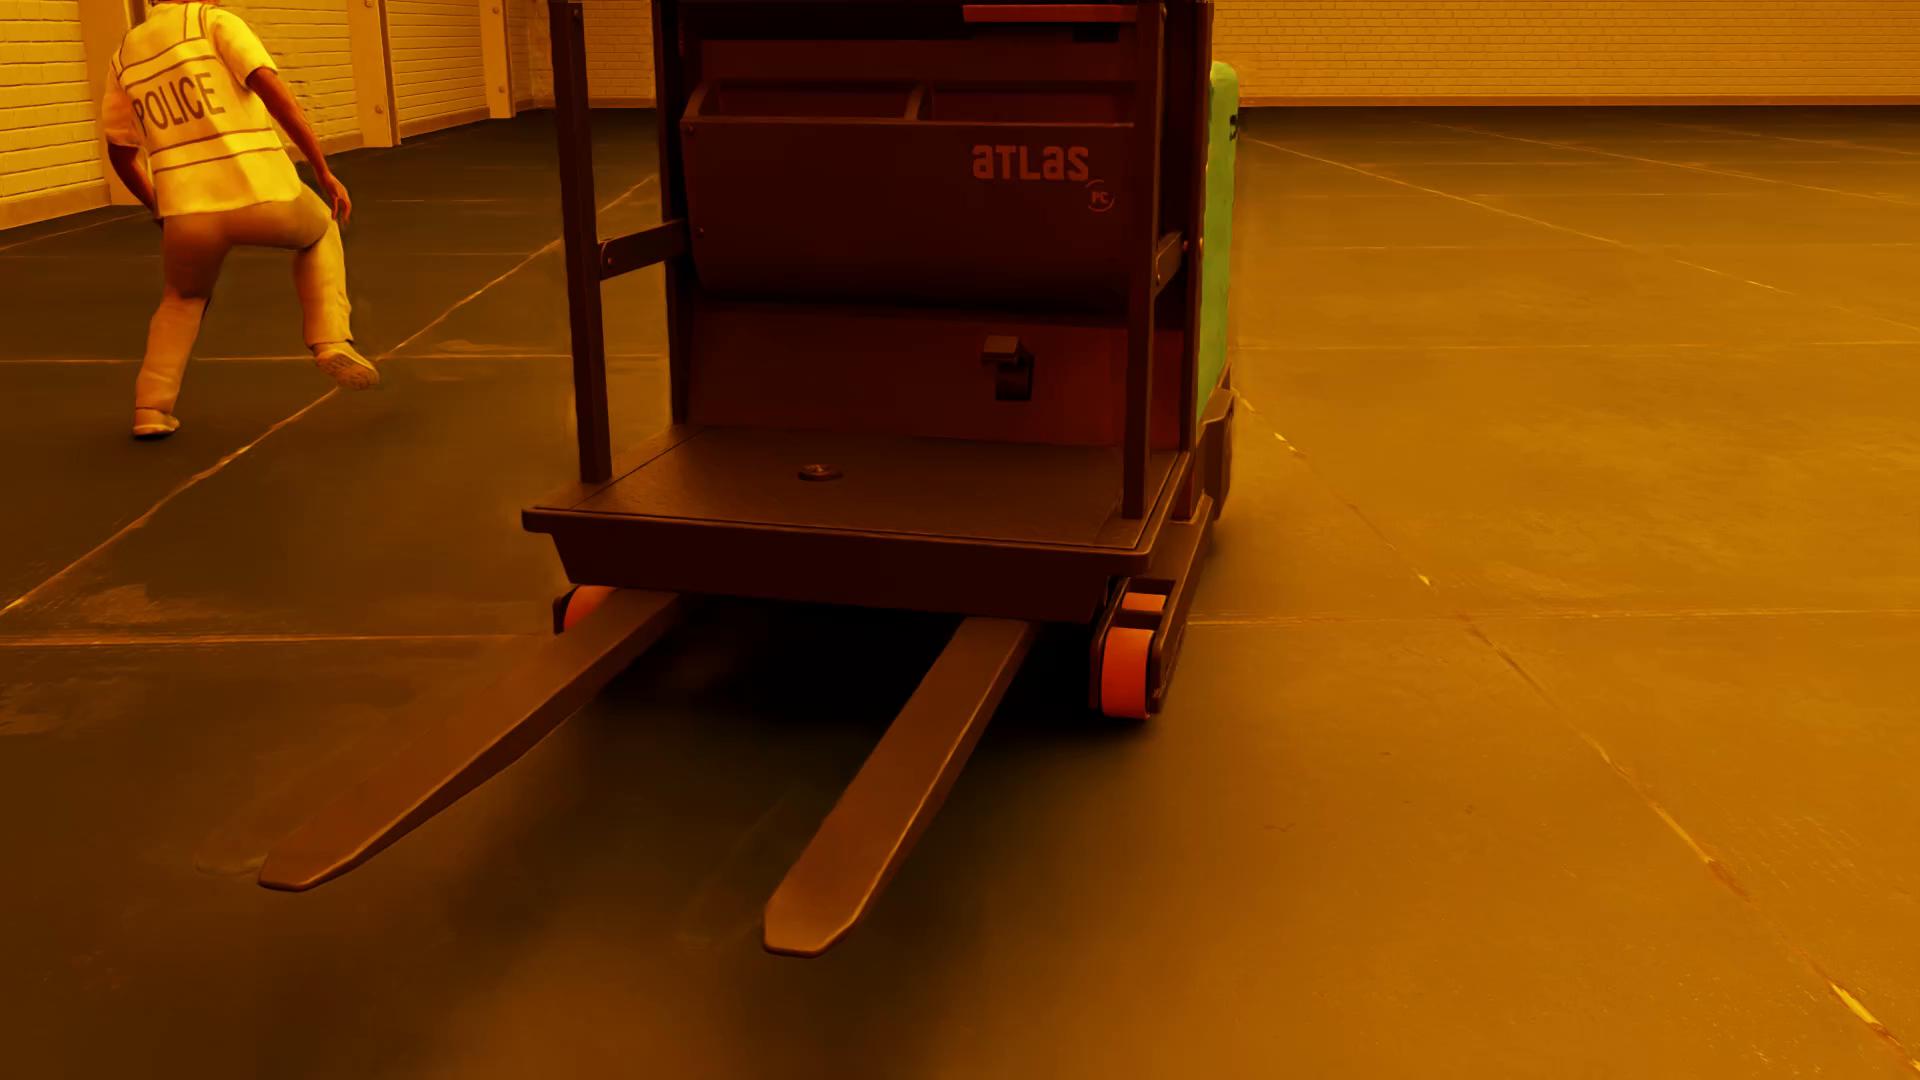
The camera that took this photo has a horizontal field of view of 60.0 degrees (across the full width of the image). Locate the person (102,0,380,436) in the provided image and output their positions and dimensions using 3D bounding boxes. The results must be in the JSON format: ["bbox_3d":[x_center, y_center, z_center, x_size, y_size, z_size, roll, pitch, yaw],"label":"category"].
[{"bbox_3d":[-2.129,-1.027,4.898,0.722,1.454,0.652,-2,17,-6],"label":"person"}]

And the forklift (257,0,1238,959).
[{"bbox_3d":[-0.124,-1.208,2.857,1.130,2.935,3.031,4,17,13],"label":"forklift"}]
